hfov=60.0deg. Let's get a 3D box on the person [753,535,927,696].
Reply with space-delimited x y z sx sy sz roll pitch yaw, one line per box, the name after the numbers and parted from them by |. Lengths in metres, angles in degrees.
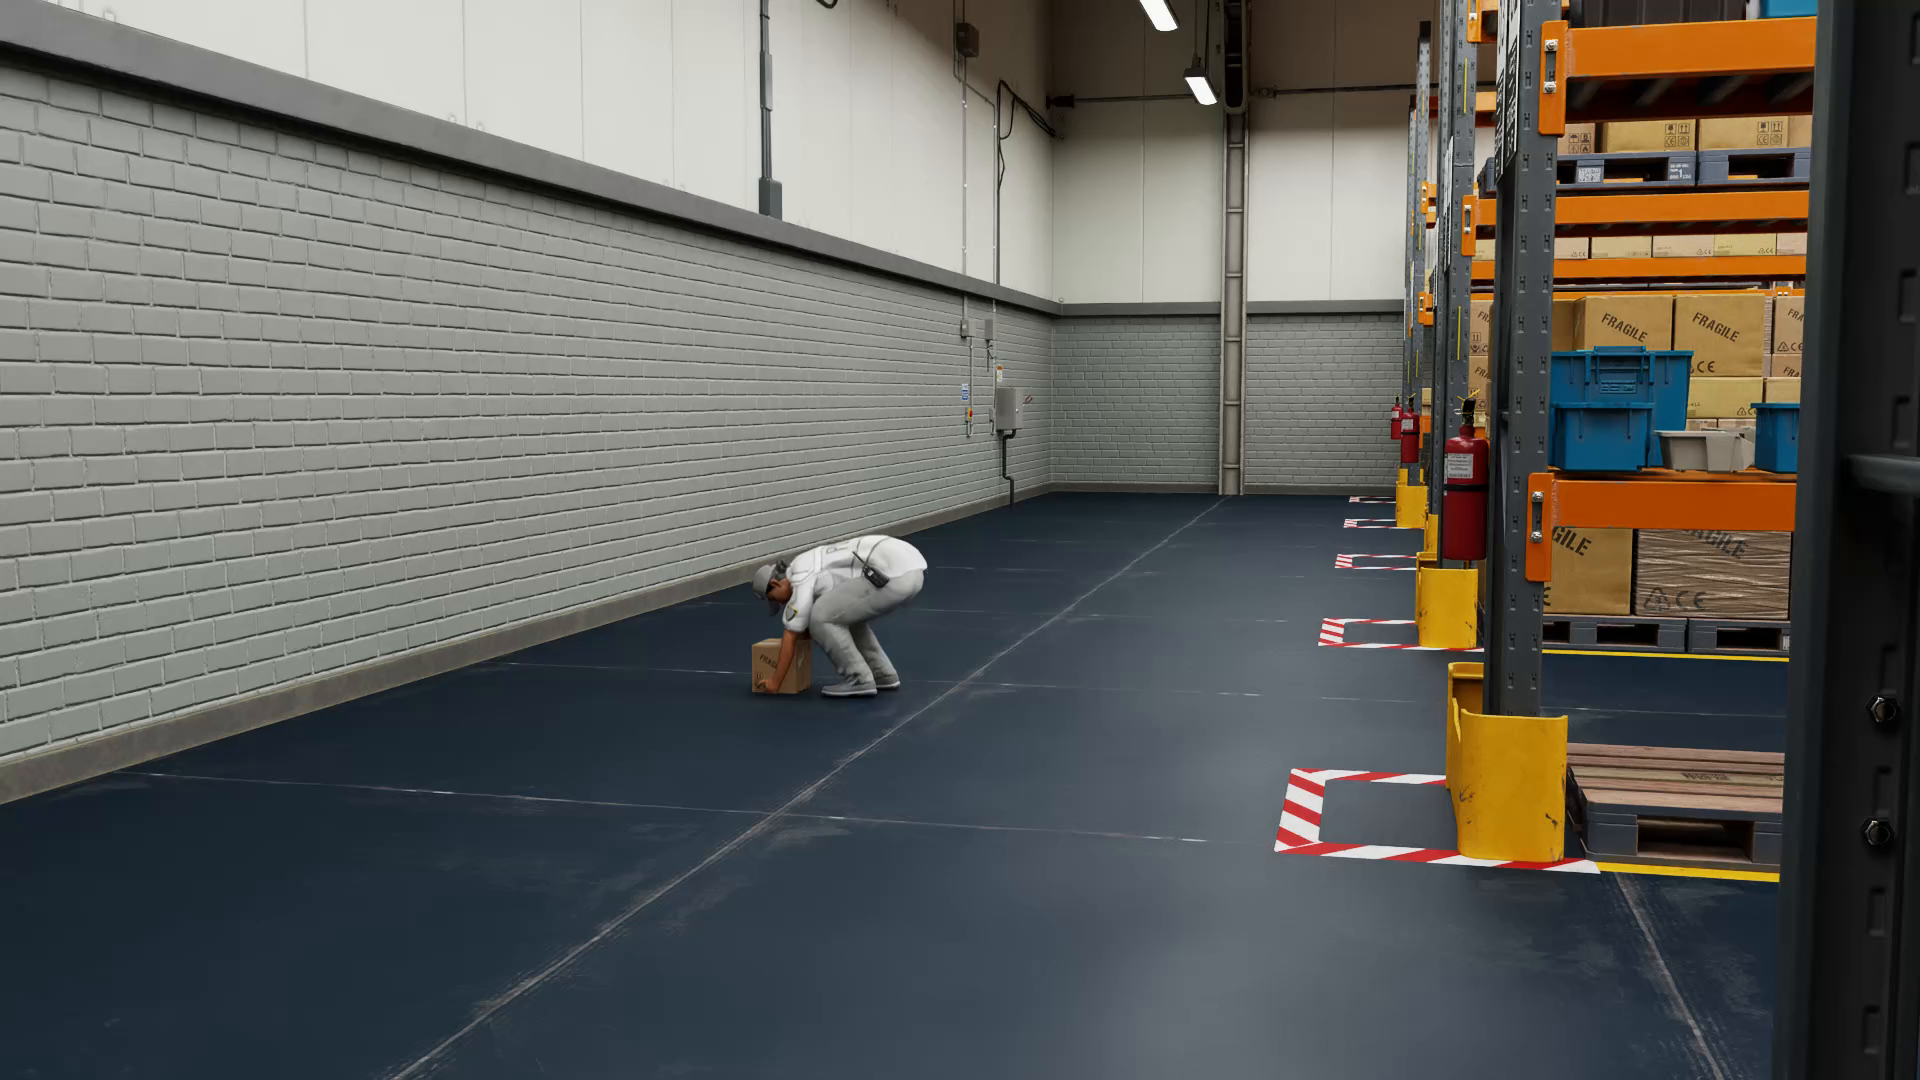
-0.653 0.403 8.921 0.939 0.855 0.510 1 5 11 | person
